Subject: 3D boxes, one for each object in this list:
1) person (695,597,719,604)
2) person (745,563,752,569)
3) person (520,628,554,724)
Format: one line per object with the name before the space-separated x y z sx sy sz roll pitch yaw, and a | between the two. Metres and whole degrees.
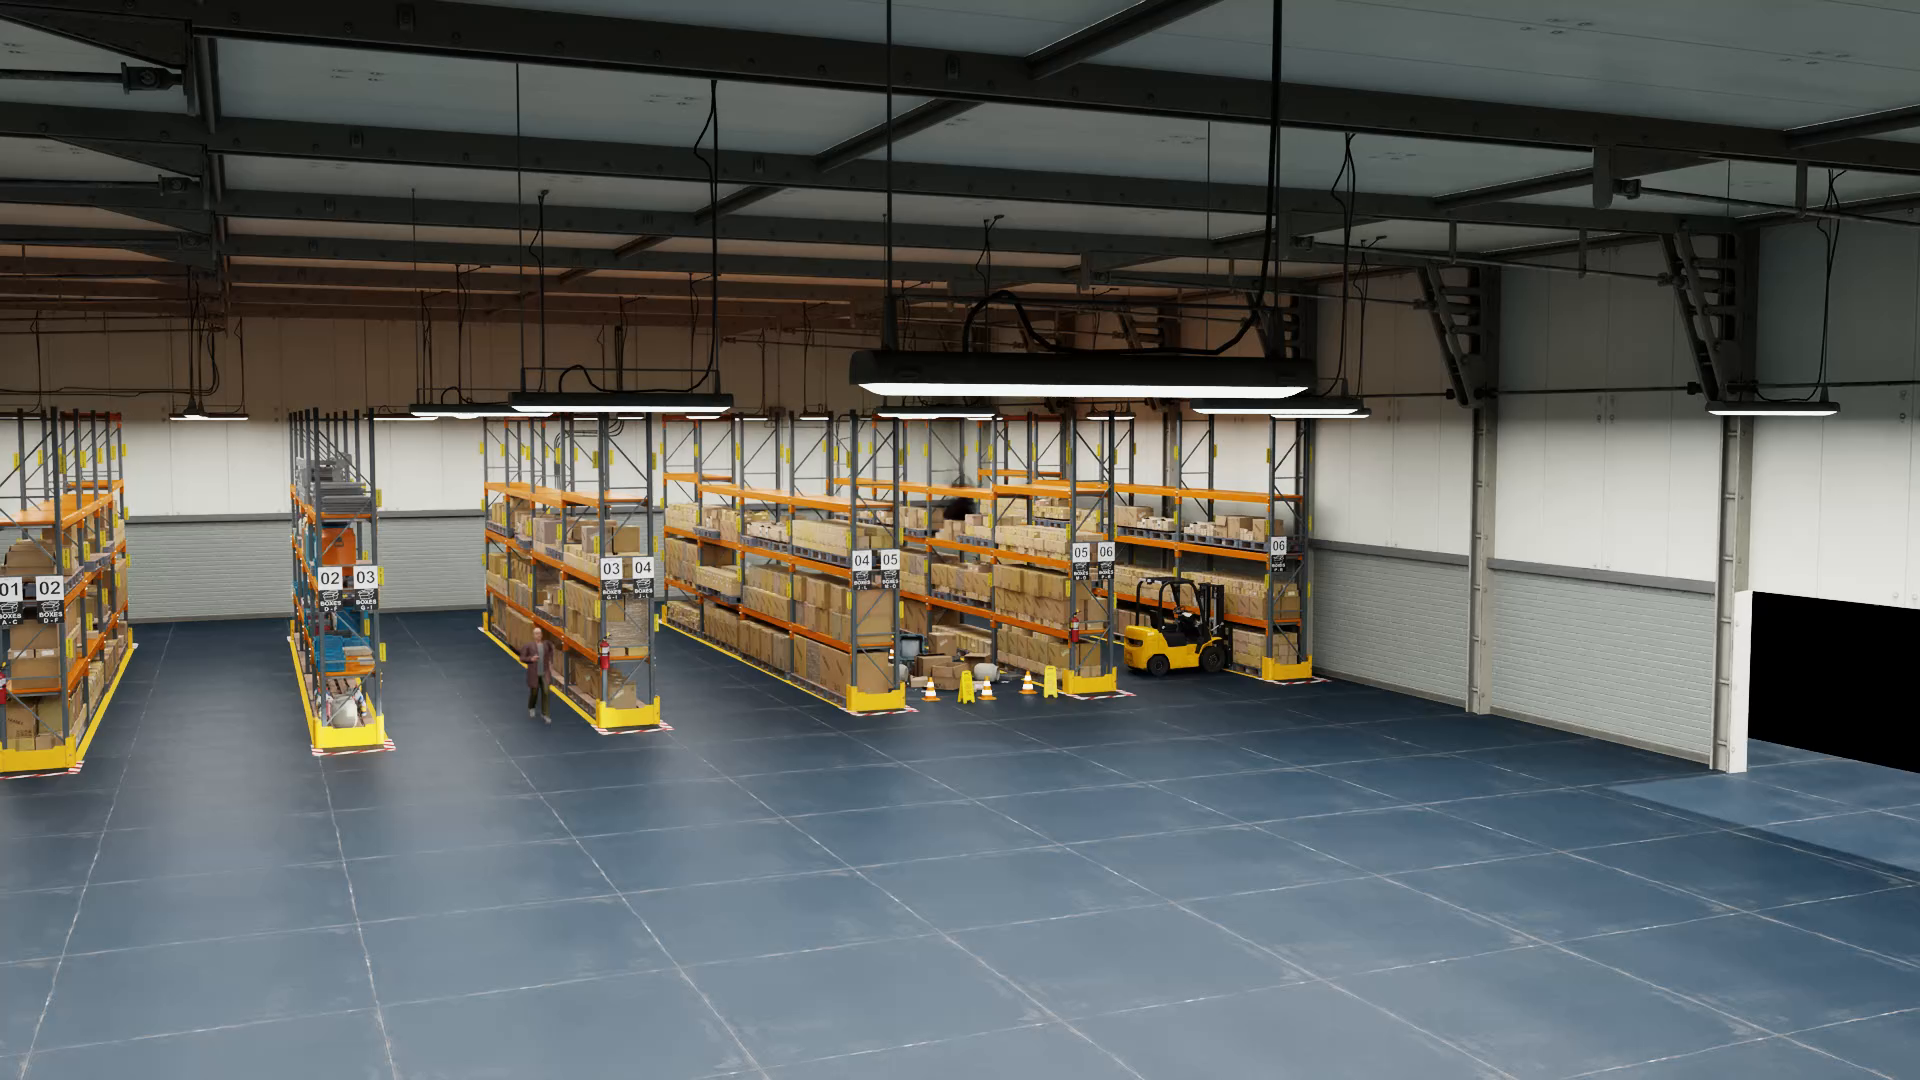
person | -7.565 1.471 49.577 0.828 1.655 0.616 -2 5 -28
person | -6.115 1.497 48.097 0.691 1.706 0.635 -2 4 -27
person | -8.068 2.569 31.841 0.709 1.777 1.014 -2 5 -28
